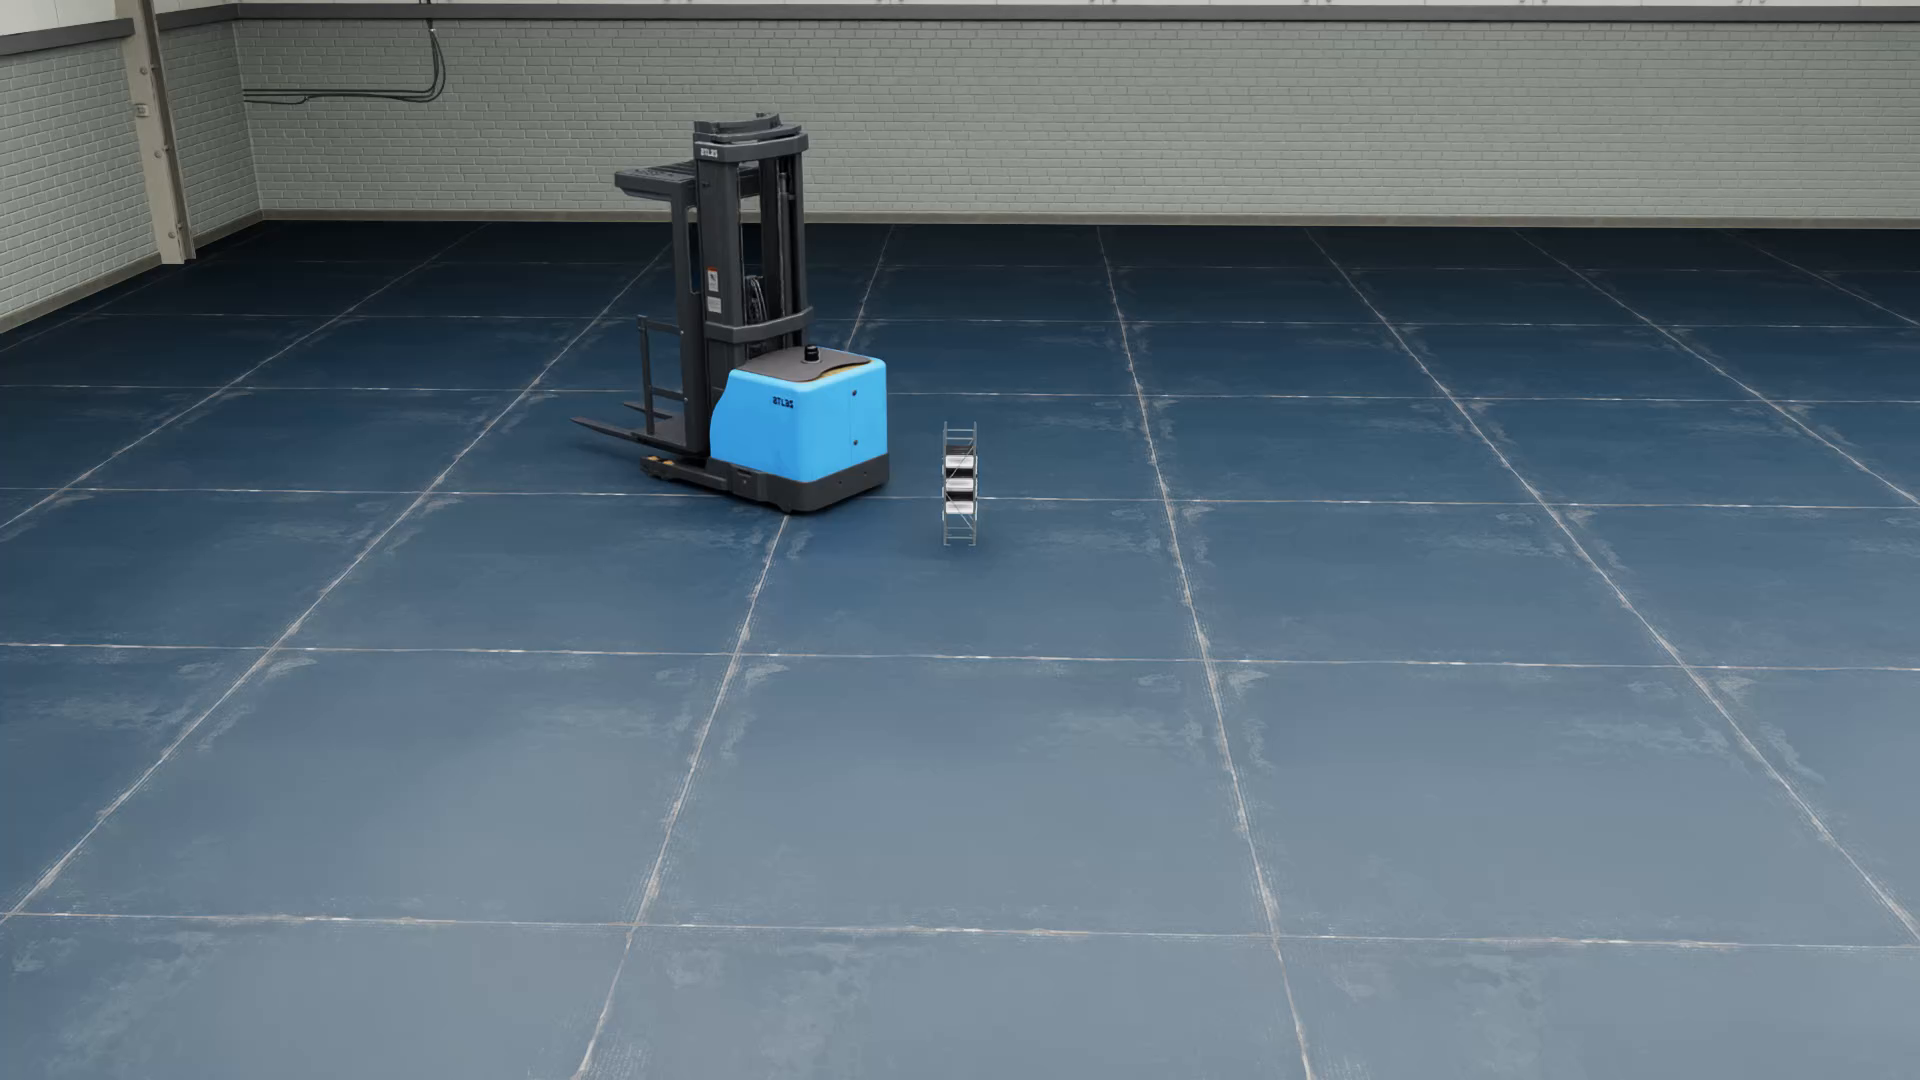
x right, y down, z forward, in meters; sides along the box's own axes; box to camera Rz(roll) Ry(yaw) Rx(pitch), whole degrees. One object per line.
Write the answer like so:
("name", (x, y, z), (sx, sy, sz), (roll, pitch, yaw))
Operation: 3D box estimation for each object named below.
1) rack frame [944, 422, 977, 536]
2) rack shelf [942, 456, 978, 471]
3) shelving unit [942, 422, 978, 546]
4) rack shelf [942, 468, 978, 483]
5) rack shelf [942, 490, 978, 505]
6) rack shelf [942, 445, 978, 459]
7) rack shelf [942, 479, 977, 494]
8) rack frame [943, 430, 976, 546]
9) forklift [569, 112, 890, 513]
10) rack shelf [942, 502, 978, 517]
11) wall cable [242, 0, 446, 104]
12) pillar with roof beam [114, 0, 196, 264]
("rack frame", (0.003, -0.453, 12.453), (0.240, 0.900, 0.006), (1, 21, 2))
("rack shelf", (0.000, -0.553, 12.306), (0.258, 0.077, 0.200), (1, 21, 2))
("shelving unit", (0.000, -0.417, 12.359), (0.258, 0.900, 0.210), (1, 21, 2))
("rack shelf", (0.000, -0.469, 12.338), (0.258, 0.077, 0.200), (1, 21, 2))
("rack shelf", (0.000, -0.302, 12.403), (0.258, 0.077, 0.200), (1, 21, 2))
("rack shelf", (0.000, -0.637, 12.273), (0.258, 0.077, 0.200), (1, 21, 2))
("rack shelf", (0.000, -0.386, 12.371), (0.258, 0.077, 0.200), (1, 21, 2))
("rack frame", (-0.003, -0.380, 12.264), (0.240, 0.900, 0.006), (1, 21, 2))
("forklift", (-2.052, -1.991, 13.607), (3.031, 2.935, 1.130), (16, 26, 35))
("rack shelf", (0.000, -0.218, 12.436), (0.258, 0.077, 0.200), (1, 21, 2))
("wall cable", (-8.975, -7.508, 23.732), (3.097, 2.526, 0.112), (1, 21, 2))
("pillar with roof beam", (-6.084, -7.858, 20.340), (9.100, 9.000, 0.400), (1, 21, 2))
